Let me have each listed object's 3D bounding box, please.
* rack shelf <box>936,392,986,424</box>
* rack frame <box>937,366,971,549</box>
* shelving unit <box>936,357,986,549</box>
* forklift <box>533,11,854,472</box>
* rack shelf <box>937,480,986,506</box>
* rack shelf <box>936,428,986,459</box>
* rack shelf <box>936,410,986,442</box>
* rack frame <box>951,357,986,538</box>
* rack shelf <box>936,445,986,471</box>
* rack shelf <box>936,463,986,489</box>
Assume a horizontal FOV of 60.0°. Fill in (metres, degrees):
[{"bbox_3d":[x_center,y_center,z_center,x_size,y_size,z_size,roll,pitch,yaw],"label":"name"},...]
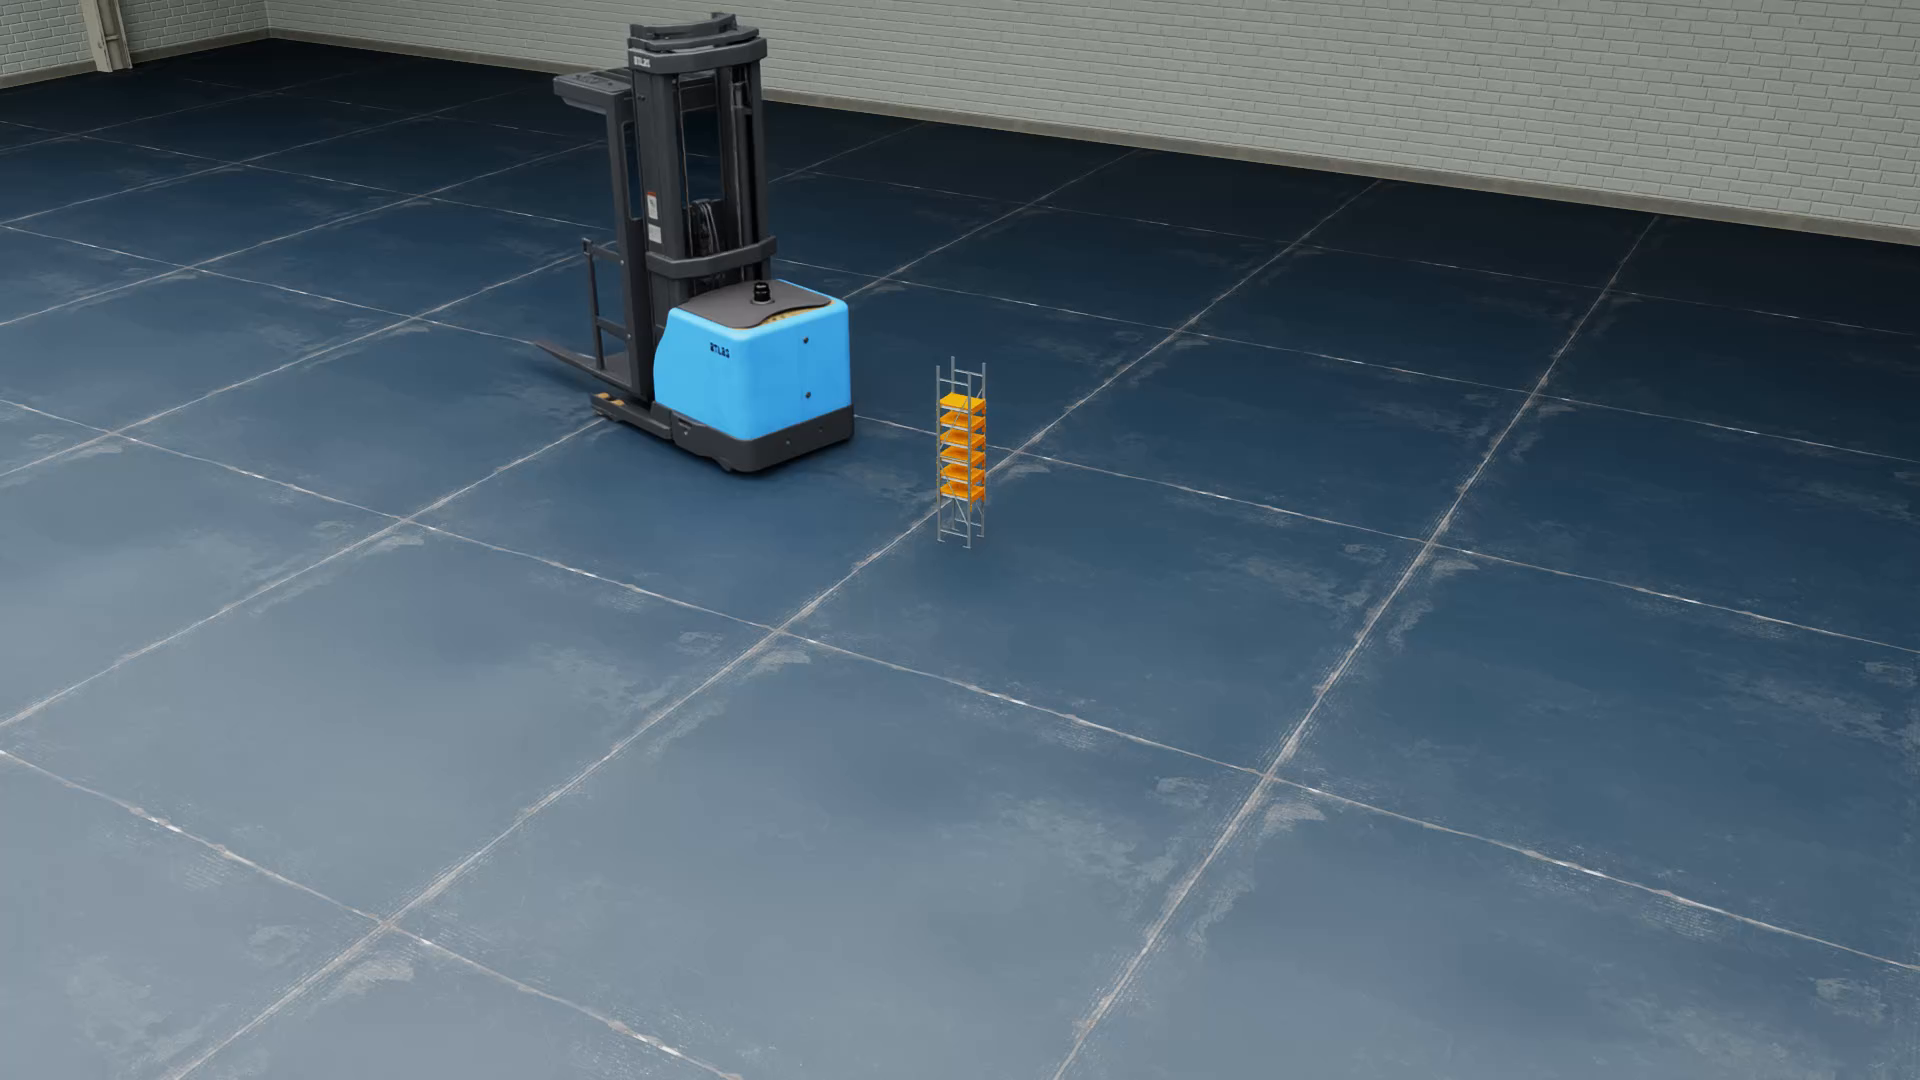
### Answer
[{"bbox_3d":[0.007,-0.824,10.351,0.258,0.103,0.180,14,30,26],"label":"rack shelf"},{"bbox_3d":[-0.038,-0.507,10.421,0.240,1.200,0.006,14,30,26],"label":"rack frame"},{"bbox_3d":[0.007,-0.542,10.493,0.258,1.200,0.189,14,30,26],"label":"shelving unit"},{"bbox_3d":[-2.164,-2.344,12.158,1.130,2.935,3.031,-24,35,-39],"label":"forklift"},{"bbox_3d":[0.007,-0.288,10.620,0.258,0.103,0.180,14,30,26],"label":"rack shelf"},{"bbox_3d":[0.007,-0.610,10.459,0.258,0.103,0.180,14,30,26],"label":"rack shelf"},{"bbox_3d":[0.007,-0.717,10.405,0.258,0.103,0.180,14,30,26],"label":"rack shelf"},{"bbox_3d":[0.052,-0.578,10.564,0.240,1.200,0.006,14,30,26],"label":"rack frame"},{"bbox_3d":[0.007,-0.502,10.513,0.258,0.103,0.180,14,30,26],"label":"rack shelf"},{"bbox_3d":[0.007,-0.395,10.566,0.258,0.103,0.180,14,30,26],"label":"rack shelf"}]
